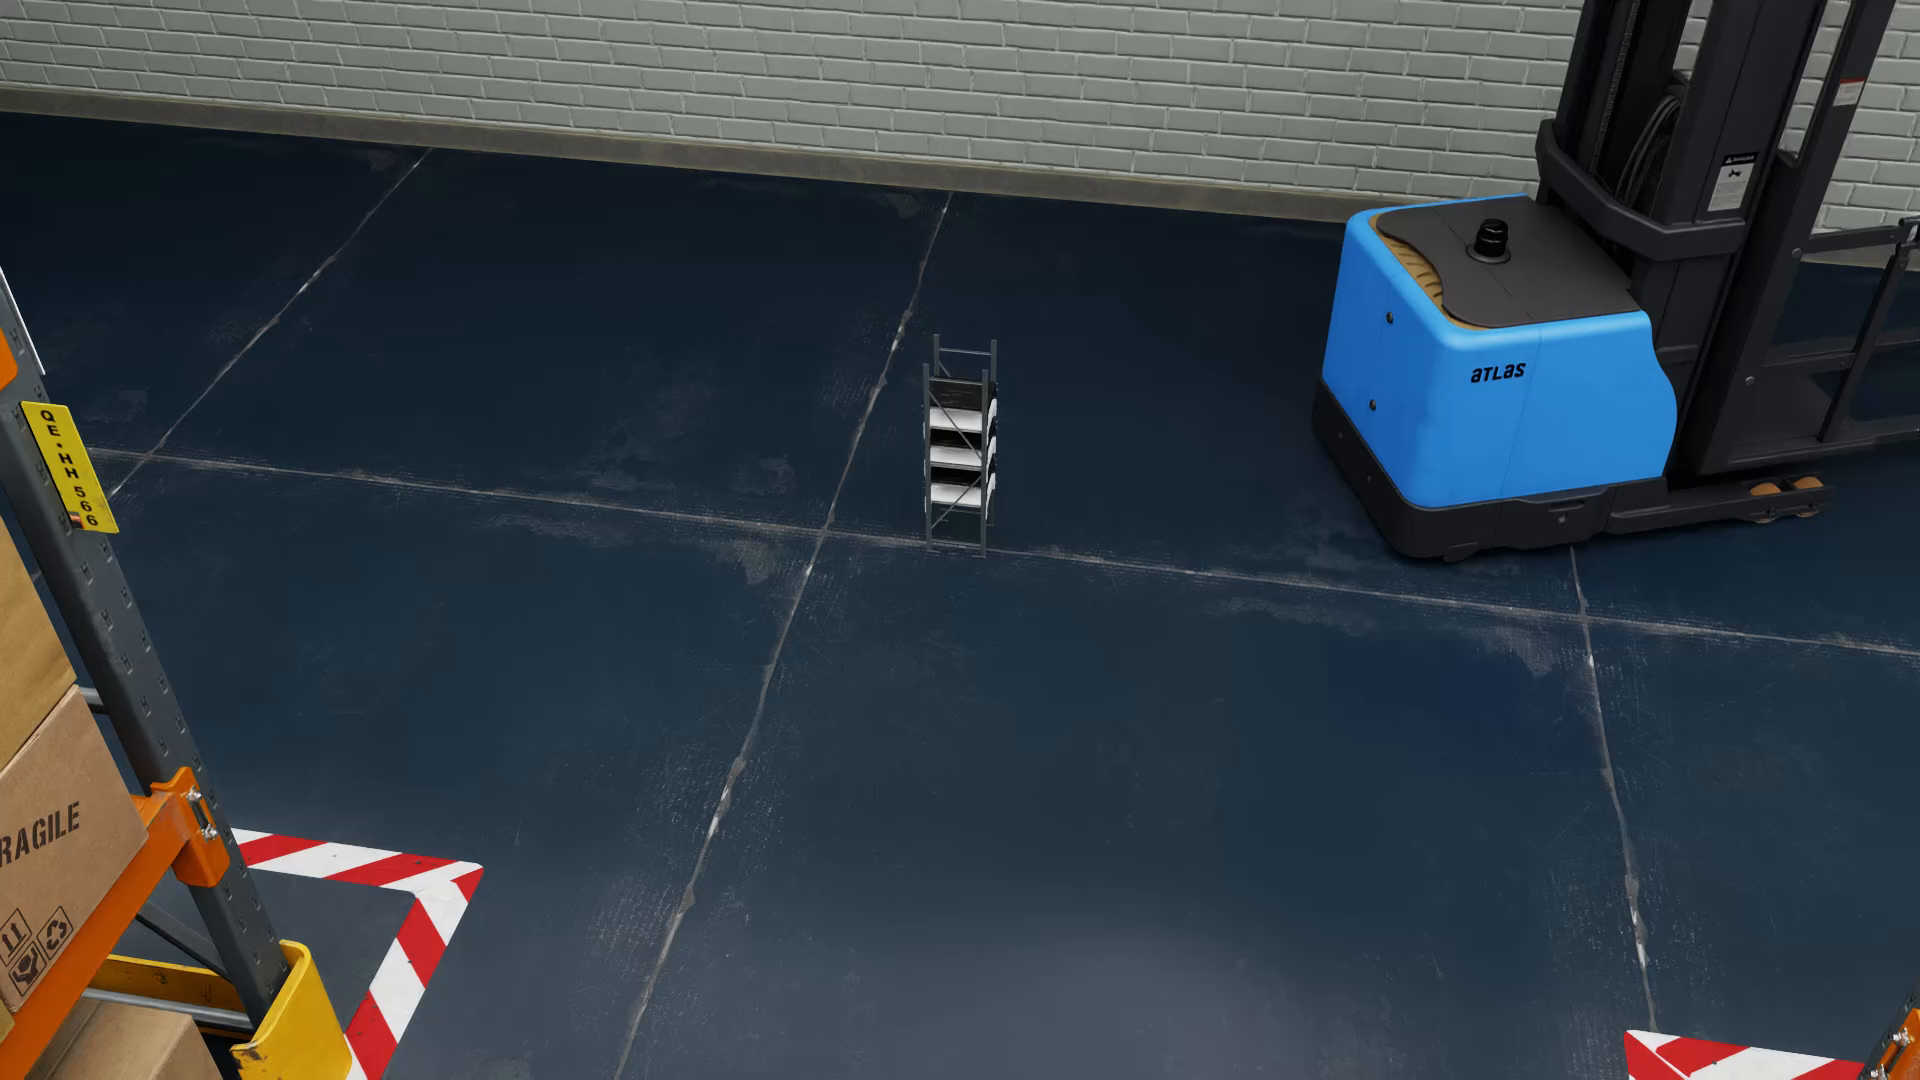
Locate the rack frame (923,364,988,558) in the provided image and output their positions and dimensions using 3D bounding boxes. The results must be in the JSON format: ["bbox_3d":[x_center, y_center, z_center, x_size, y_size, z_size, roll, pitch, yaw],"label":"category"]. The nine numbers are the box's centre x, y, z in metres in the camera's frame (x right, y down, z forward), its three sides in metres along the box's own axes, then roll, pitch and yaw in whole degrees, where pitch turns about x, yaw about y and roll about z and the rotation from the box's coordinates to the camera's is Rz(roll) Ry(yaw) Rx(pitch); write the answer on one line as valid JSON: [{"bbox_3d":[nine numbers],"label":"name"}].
[{"bbox_3d":[-0.016,-0.288,6.392,0.240,0.900,0.006,6,40,8],"label":"rack frame"}]

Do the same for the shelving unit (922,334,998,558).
[{"bbox_3d":[0.001,-0.352,6.469,0.258,0.900,0.210,6,40,8],"label":"shelving unit"}]

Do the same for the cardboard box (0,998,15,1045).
[{"bbox_3d":[-2.264,0.948,3.171,0.500,0.500,0.500,7,40,8],"label":"cardboard box"}]

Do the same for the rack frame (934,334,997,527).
[{"bbox_3d":[0.019,-0.416,6.547,0.240,0.900,0.006,6,40,8],"label":"rack frame"}]

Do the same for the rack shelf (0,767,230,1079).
[{"bbox_3d":[-2.714,1.881,2.685,1.077,0.370,4.000,6,40,8],"label":"rack shelf"}]

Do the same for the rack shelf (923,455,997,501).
[{"bbox_3d":[0.001,-0.257,6.548,0.258,0.077,0.200,6,40,8],"label":"rack shelf"}]

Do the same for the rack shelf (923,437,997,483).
[{"bbox_3d":[0.001,-0.326,6.491,0.258,0.077,0.200,6,40,8],"label":"rack shelf"}]

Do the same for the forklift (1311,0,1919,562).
[{"bbox_3d":[3.104,-1.520,6.288,3.031,2.935,1.130,-8,40,-9],"label":"forklift"}]

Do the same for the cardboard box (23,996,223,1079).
[{"bbox_3d":[-2.220,1.511,4.184,0.500,0.500,0.500,6,40,8],"label":"cardboard box"}]

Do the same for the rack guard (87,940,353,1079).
[{"bbox_3d":[-2.382,1.360,4.713,1.175,0.500,0.348,6,40,8],"label":"rack guard"}]

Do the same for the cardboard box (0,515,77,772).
[{"bbox_3d":[-2.175,0.235,3.249,0.500,0.500,0.500,6,40,7],"label":"cardboard box"}]

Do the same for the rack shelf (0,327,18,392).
[{"bbox_3d":[-2.714,0.725,1.729,1.077,0.370,4.000,6,40,8],"label":"rack shelf"}]

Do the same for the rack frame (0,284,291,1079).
[{"bbox_3d":[-2.368,0.349,3.974,1.000,3.000,0.127,6,40,8],"label":"rack frame"}]

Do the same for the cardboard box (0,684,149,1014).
[{"bbox_3d":[-2.178,0.622,3.566,0.500,0.500,0.500,8,40,9],"label":"cardboard box"}]

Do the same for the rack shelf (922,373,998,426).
[{"bbox_3d":[0.001,-0.534,6.319,0.258,0.077,0.200,6,40,8],"label":"rack shelf"}]

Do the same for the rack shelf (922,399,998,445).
[{"bbox_3d":[0.001,-0.465,6.376,0.258,0.077,0.200,6,40,8],"label":"rack shelf"}]

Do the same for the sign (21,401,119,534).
[{"bbox_3d":[-1.825,-0.145,3.415,0.100,0.325,0.005,6,40,8],"label":"sign"}]

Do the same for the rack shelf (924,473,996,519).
[{"bbox_3d":[0.001,-0.187,6.605,0.258,0.077,0.200,6,40,8],"label":"rack shelf"}]

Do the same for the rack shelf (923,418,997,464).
[{"bbox_3d":[0.001,-0.396,6.433,0.258,0.077,0.200,6,40,8],"label":"rack shelf"}]

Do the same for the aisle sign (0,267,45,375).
[{"bbox_3d":[-2.055,-0.662,3.156,0.394,0.787,0.004,6,40,8],"label":"aisle sign"}]

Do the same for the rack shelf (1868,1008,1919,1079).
[{"bbox_3d":[2.164,2.430,2.021,1.077,0.370,4.000,6,40,8],"label":"rack shelf"}]
